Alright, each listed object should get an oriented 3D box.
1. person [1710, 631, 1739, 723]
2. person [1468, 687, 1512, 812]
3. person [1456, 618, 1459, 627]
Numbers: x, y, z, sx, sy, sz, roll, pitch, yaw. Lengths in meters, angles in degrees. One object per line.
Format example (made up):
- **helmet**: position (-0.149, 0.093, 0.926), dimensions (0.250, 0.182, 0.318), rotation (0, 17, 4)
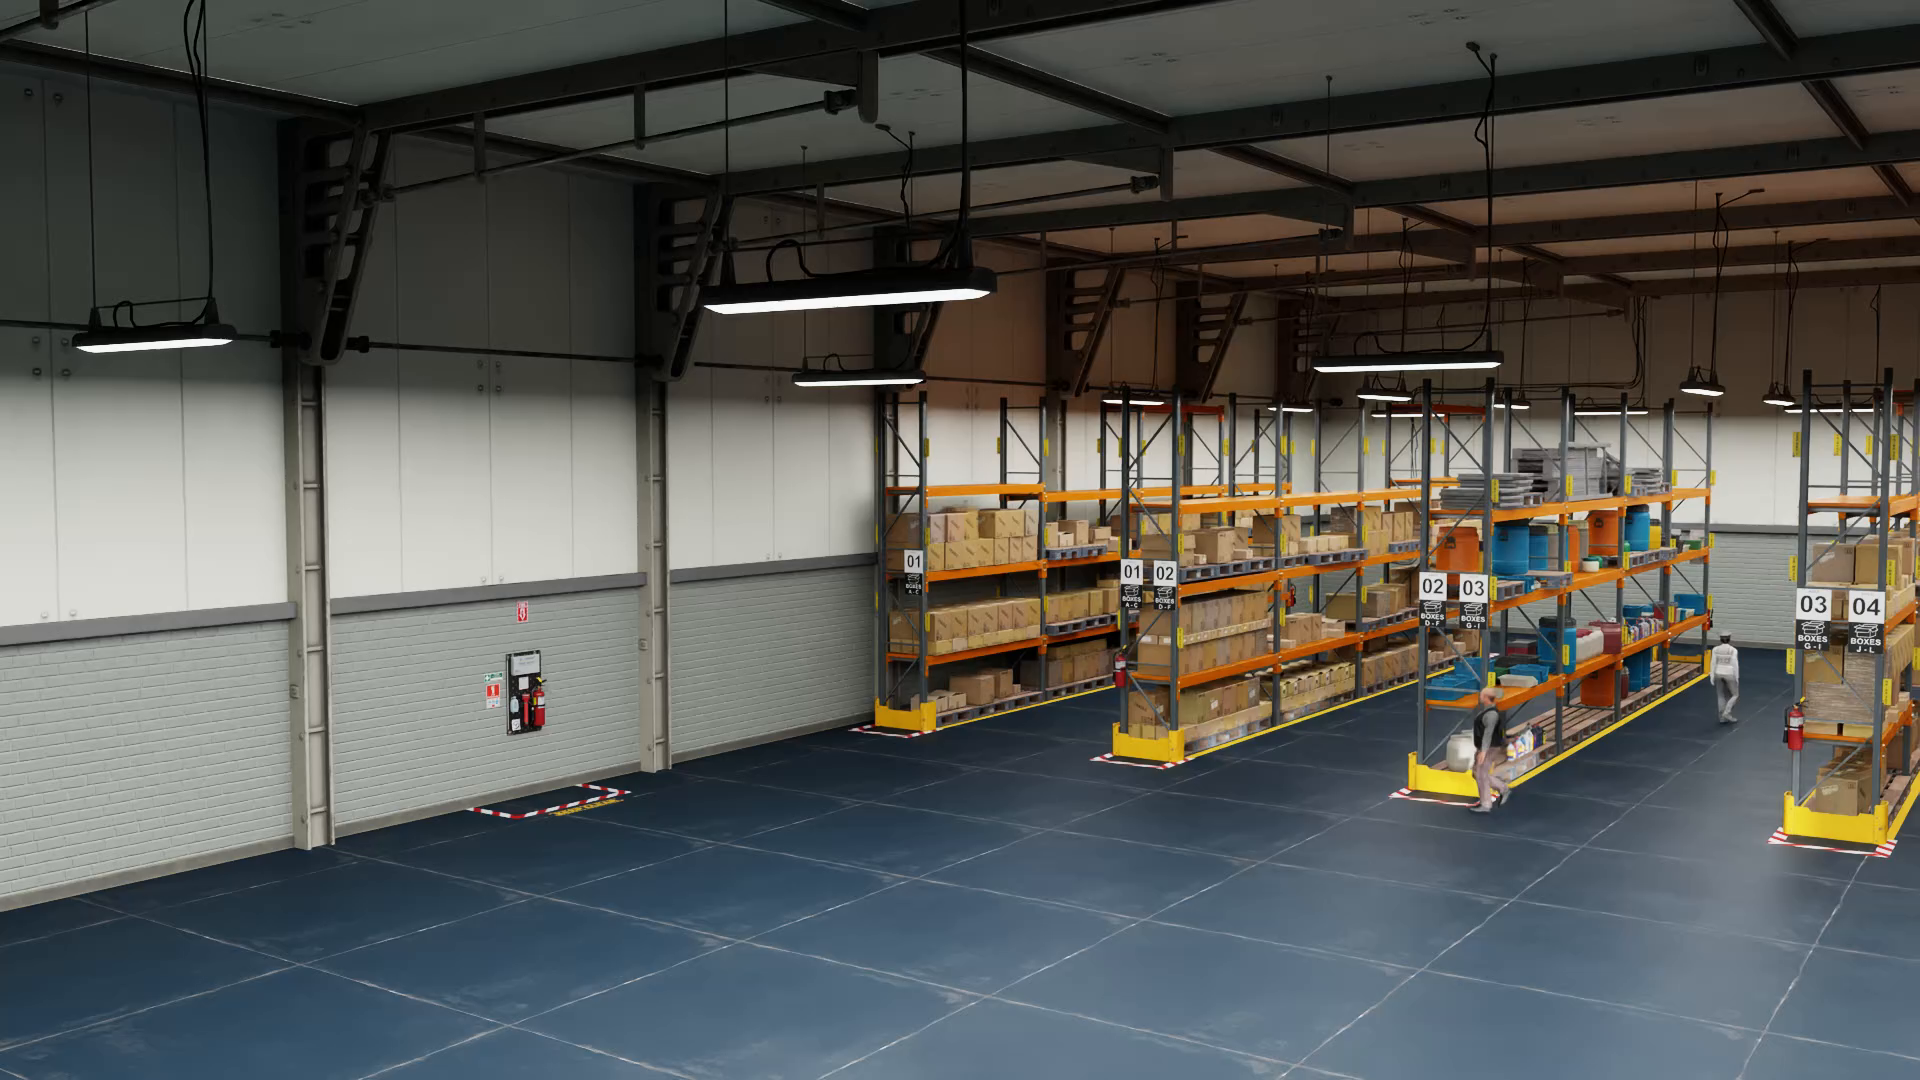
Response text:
- **person**: position (13.893, 2.492, 30.229), dimensions (0.518, 1.667, 0.497), rotation (3, 4, 41)
- **person**: position (7.290, 2.869, 22.835), dimensions (0.617, 1.698, 0.593), rotation (0, 3, 8)
- **person**: position (12.497, 1.873, 41.191), dimensions (0.459, 1.649, 0.464), rotation (2, 4, 26)
